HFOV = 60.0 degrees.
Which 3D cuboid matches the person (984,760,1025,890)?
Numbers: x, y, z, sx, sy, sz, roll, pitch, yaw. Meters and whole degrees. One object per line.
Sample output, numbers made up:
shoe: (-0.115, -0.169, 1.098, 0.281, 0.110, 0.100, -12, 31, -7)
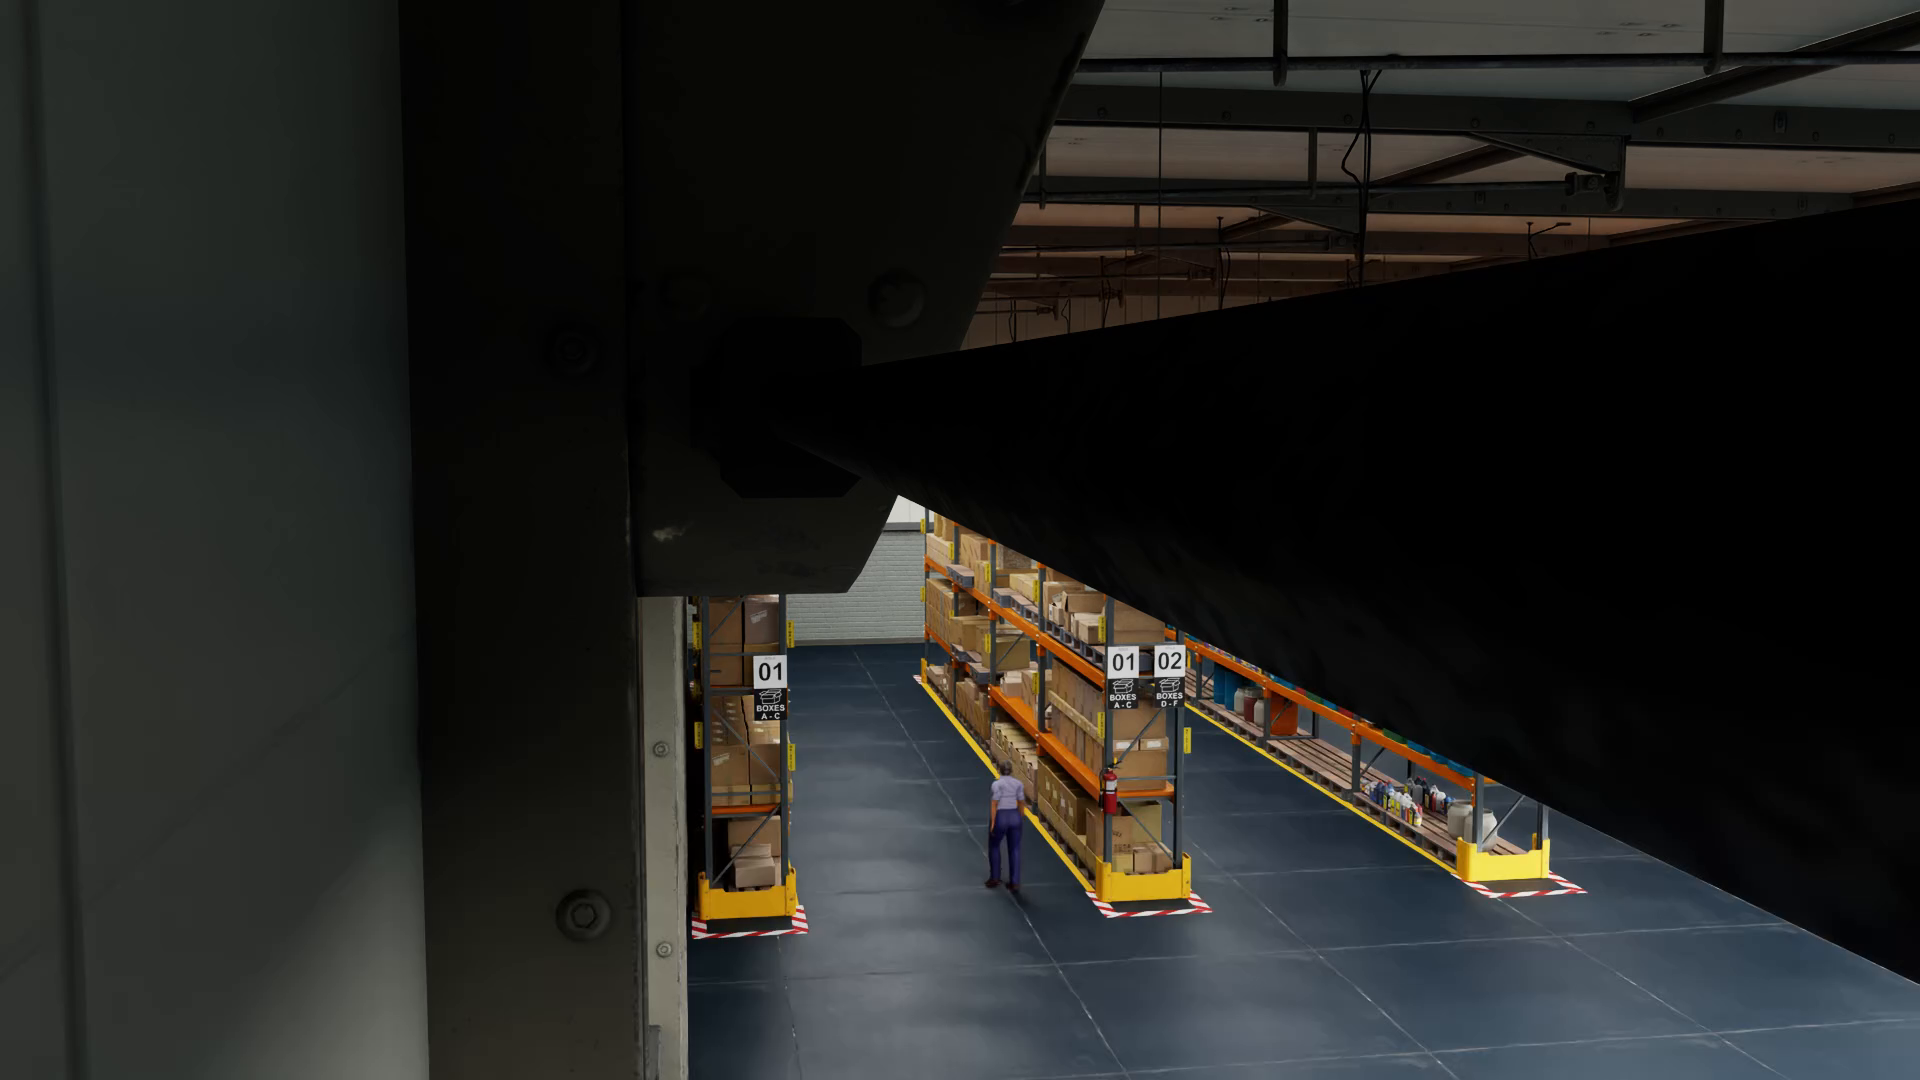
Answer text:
person: (0.605, 3.675, 21.320, 0.509, 1.682, 0.606, -2, 5, -18)
